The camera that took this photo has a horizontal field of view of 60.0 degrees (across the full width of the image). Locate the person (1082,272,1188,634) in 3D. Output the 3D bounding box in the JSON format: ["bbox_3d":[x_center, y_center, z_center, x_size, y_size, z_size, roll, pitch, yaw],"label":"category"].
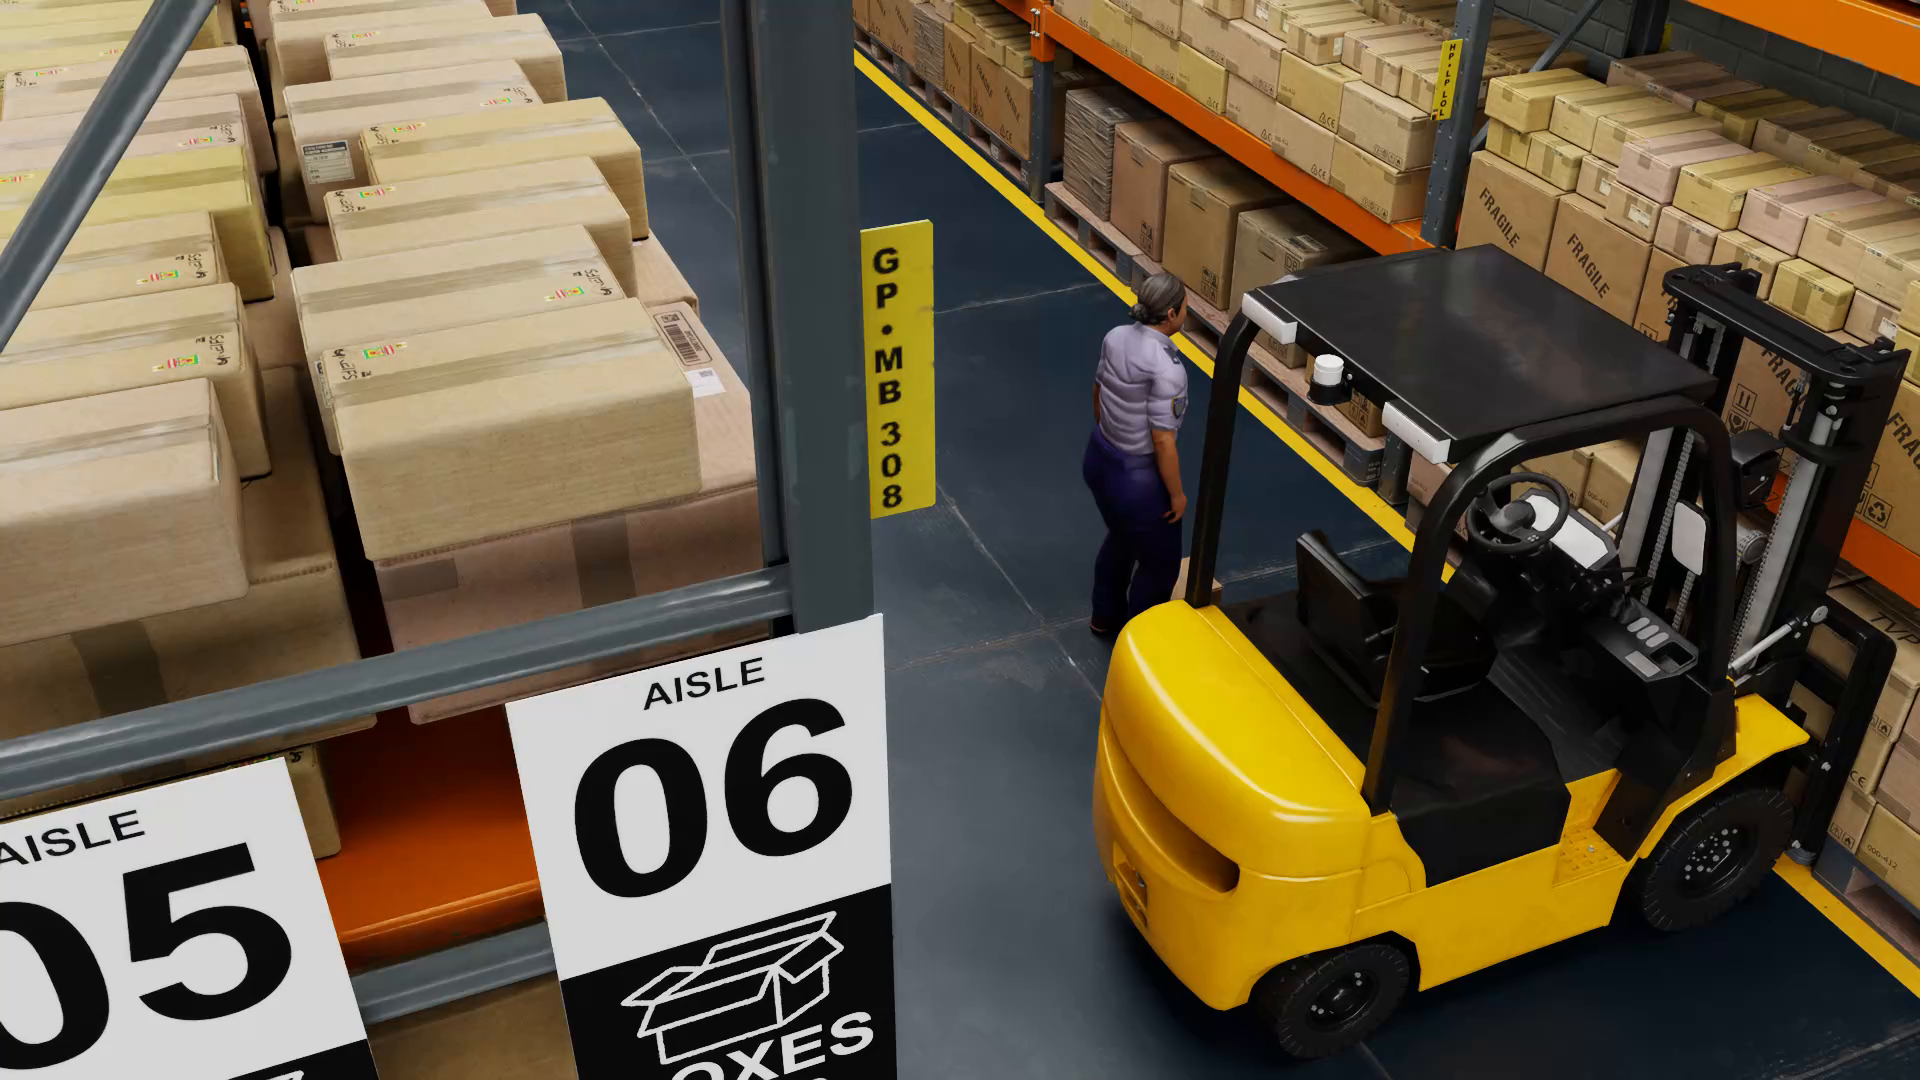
[{"bbox_3d":[0.711,-0.261,6.540,0.376,1.651,0.561,-15,37,-22],"label":"person"}]
